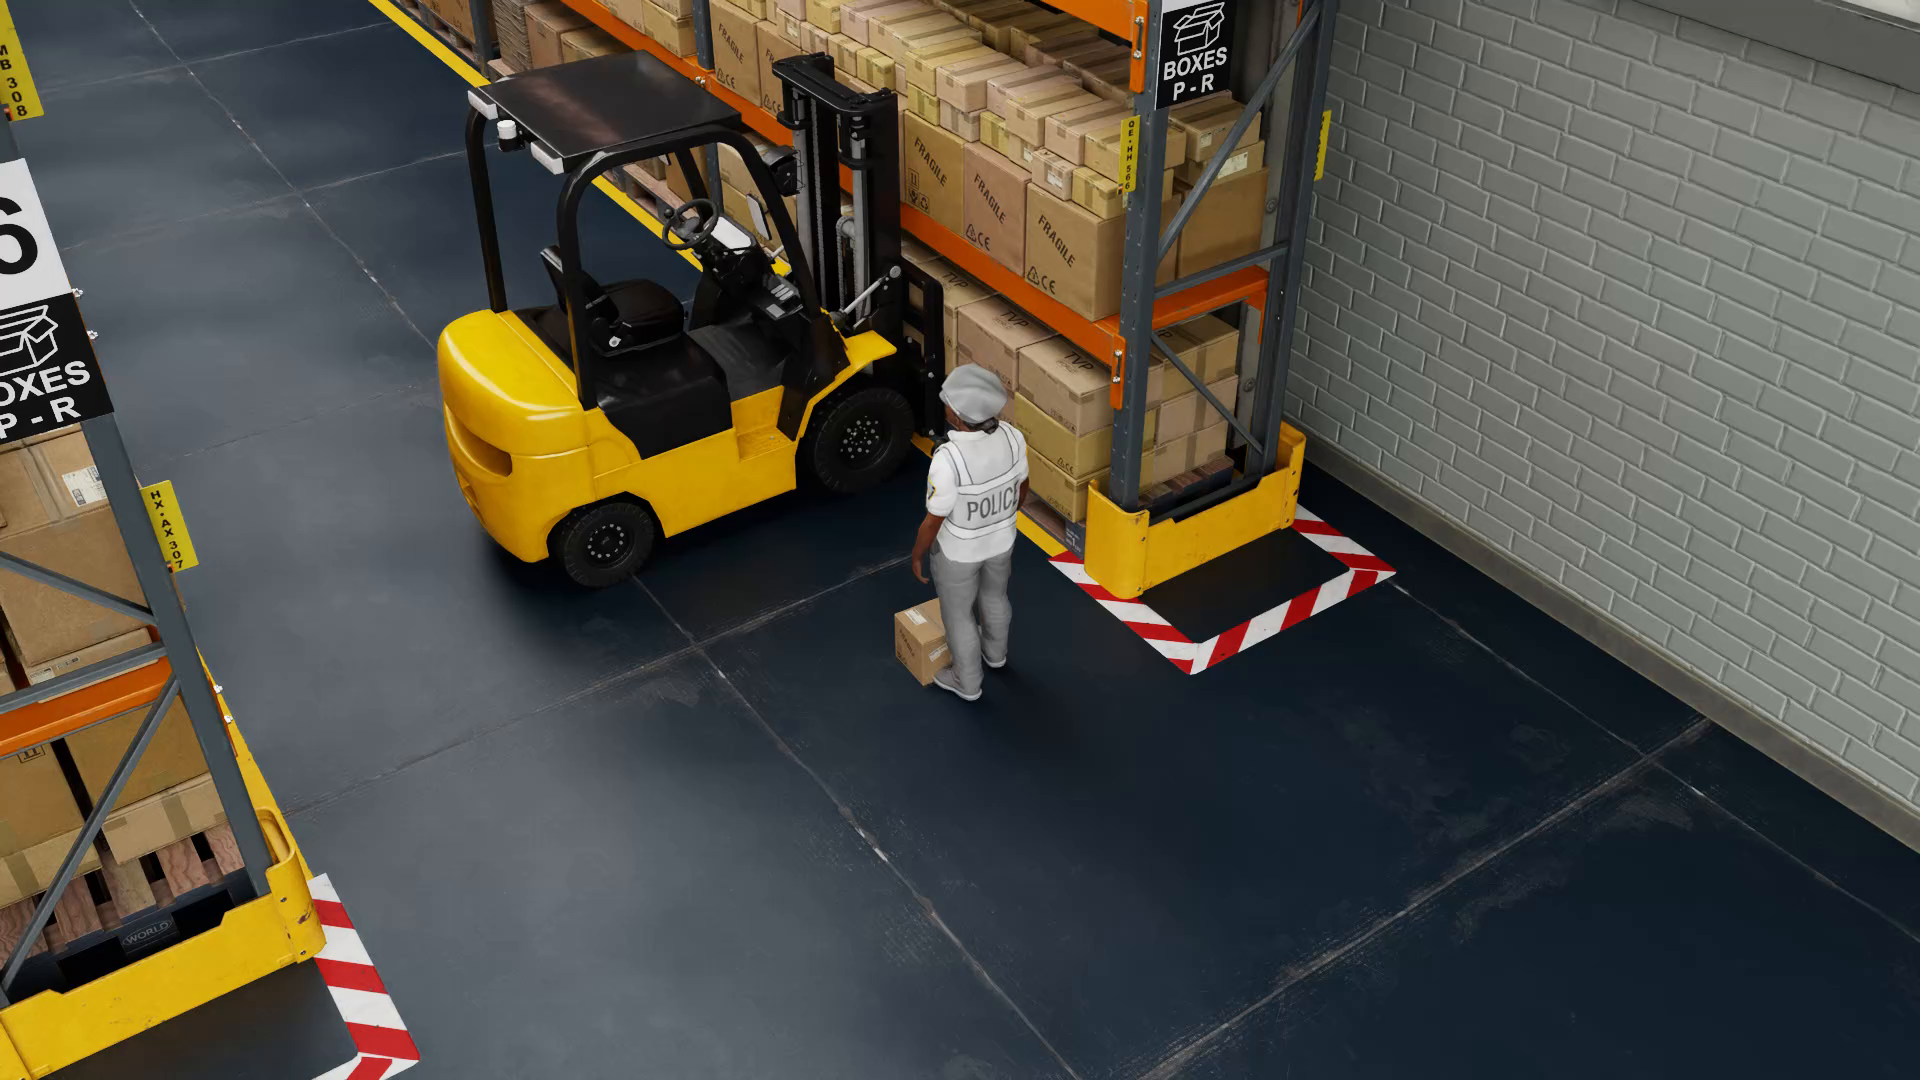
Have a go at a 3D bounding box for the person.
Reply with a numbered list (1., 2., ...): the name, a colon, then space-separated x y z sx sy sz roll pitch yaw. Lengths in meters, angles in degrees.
1. person: 0.018 -0.039 7.009 0.570 1.698 0.527 -23 42 -27
